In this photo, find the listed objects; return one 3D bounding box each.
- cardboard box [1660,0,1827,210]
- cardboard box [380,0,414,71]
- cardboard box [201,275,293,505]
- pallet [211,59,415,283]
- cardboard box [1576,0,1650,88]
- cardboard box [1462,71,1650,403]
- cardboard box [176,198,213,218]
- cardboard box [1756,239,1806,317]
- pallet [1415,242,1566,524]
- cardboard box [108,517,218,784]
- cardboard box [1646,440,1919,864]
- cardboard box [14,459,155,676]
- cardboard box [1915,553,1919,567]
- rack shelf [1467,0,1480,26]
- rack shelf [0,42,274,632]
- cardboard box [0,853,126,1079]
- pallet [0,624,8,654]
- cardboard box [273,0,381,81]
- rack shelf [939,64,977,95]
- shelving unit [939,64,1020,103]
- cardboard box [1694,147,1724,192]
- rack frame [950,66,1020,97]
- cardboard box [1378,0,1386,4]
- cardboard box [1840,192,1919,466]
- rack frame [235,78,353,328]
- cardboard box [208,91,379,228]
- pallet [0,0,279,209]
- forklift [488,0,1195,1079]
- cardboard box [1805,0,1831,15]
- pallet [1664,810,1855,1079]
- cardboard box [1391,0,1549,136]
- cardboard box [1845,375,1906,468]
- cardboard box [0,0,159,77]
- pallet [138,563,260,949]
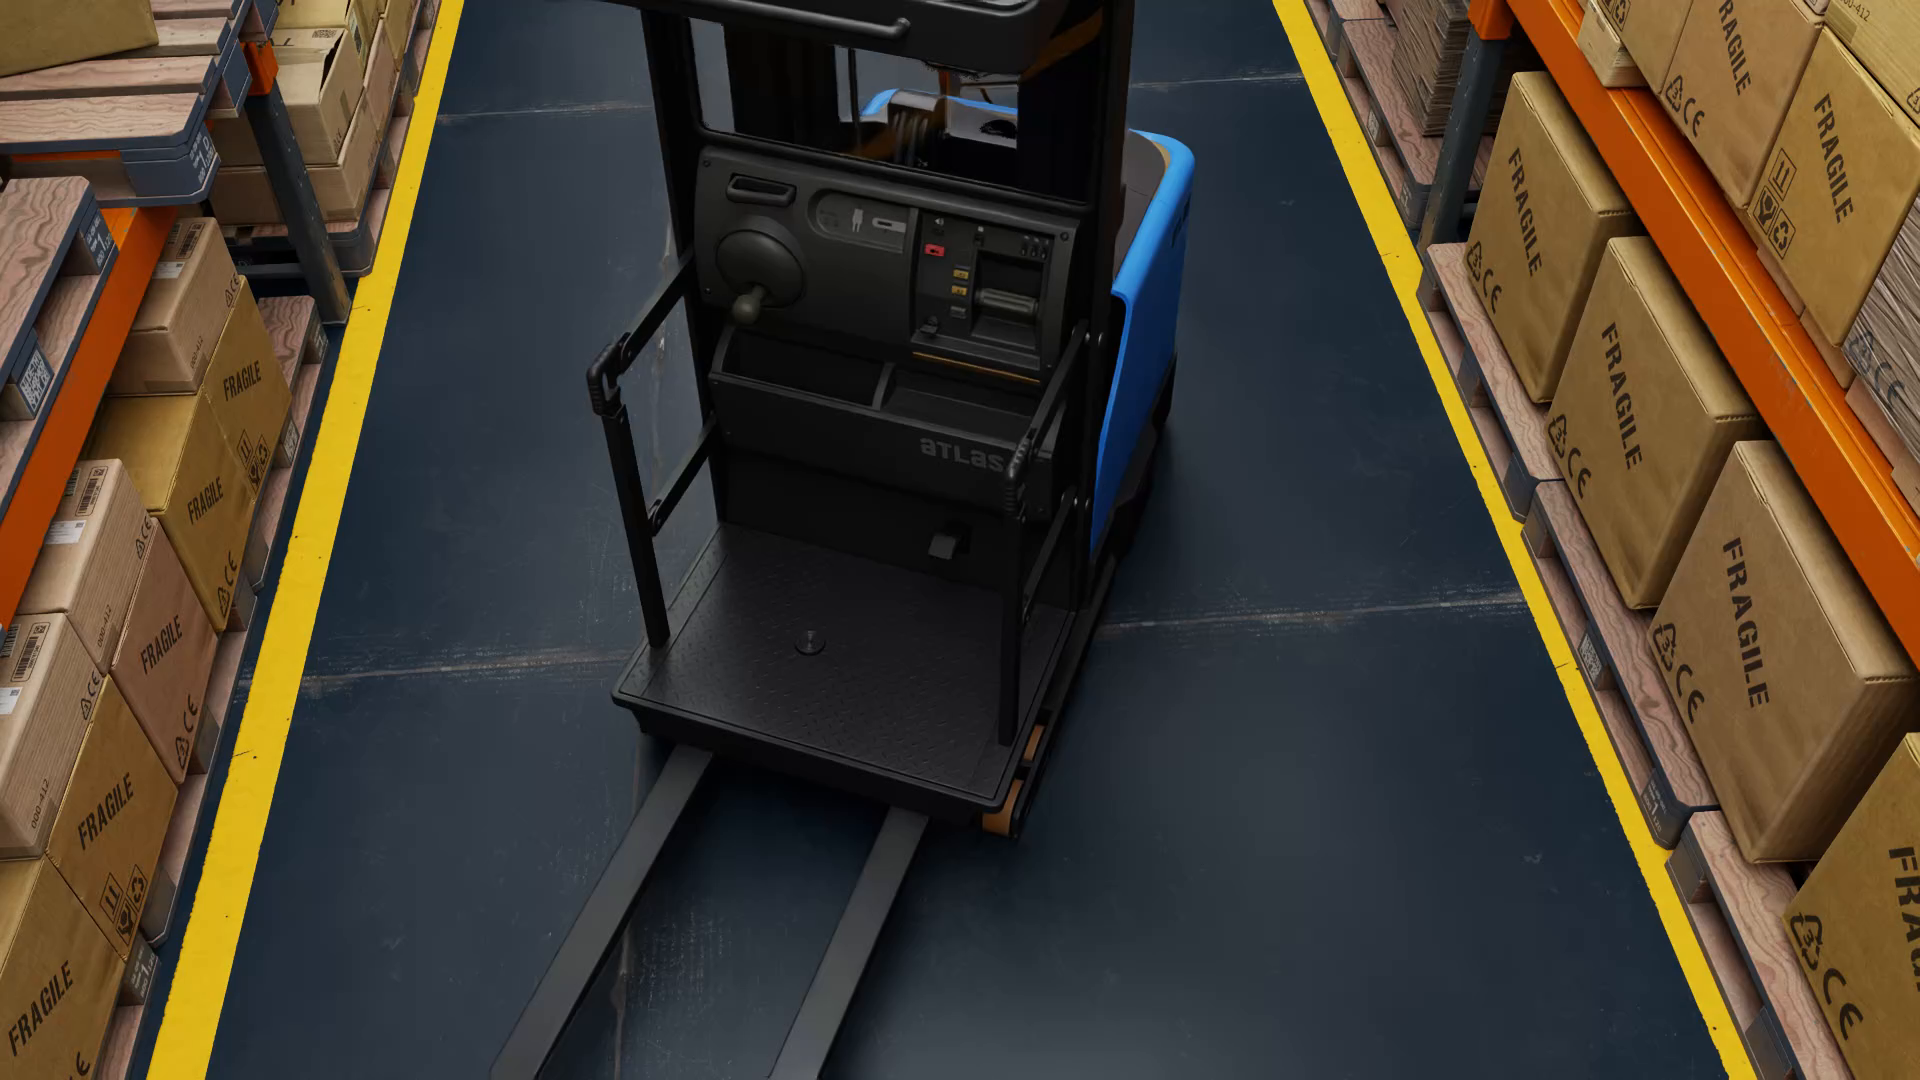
[{"bbox_3d":[2.088,-1.156,3.992,0.500,0.500,0.500,-4,47,-3],"label":"cardboard box"},{"bbox_3d":[-2.552,-2.150,6.824,0.500,0.250,0.500,-5,47,-4],"label":"cardboard box"},{"bbox_3d":[-2.396,-0.444,5.023,0.500,0.500,0.500,-2,47,-2],"label":"cardboard box"},{"bbox_3d":[-2.738,-1.454,6.481,1.003,0.211,1.213,-3,47,-3],"label":"pallet"},{"bbox_3d":[1.975,-1.406,4.675,0.380,0.149,0.250,-2,47,-2],"label":"cardboard box"},{"bbox_3d":[2.159,-0.984,5.307,0.750,0.750,0.750,-4,47,-4],"label":"cardboard box"},{"bbox_3d":[-2.995,-1.379,6.095,0.500,0.250,0.500,-2,47,-2],"label":"cardboard box"},{"bbox_3d":[2.164,-0.677,3.985,0.380,0.149,0.250,-3,47,-3],"label":"cardboard box"},{"bbox_3d":[2.219,-0.584,5.658,1.003,0.211,1.213,-3,47,-3],"label":"pallet"},{"bbox_3d":[-2.303,0.310,4.309,0.500,0.500,0.500,-5,47,-5],"label":"cardboard box"},{"bbox_3d":[2.301,0.265,4.124,0.750,0.750,0.750,-2,47,-2],"label":"cardboard box"},{"bbox_3d":[-2.297,0.079,4.012,0.500,0.250,0.500,-4,47,-4],"label":"cardboard box"},{"bbox_3d":[2.150,0.069,3.278,0.380,0.149,0.250,-3,47,-3],"label":"cardboard box"},{"bbox_3d":[2.060,-3.318,6.822,1.077,0.370,4.000,-3,47,-3],"label":"rack shelf"},{"bbox_3d":[-2.541,-0.120,3.793,1.077,0.370,4.000,-3,47,-3],"label":"rack shelf"},{"bbox_3d":[-2.227,1.038,3.620,0.500,0.500,0.500,-3,47,-3],"label":"cardboard box"},{"bbox_3d":[-2.331,0.561,2.785,1.003,0.211,1.213,-3,47,-3],"label":"pallet"},{"bbox_3d":[-2.512,-1.983,6.280,0.500,0.311,0.500,-5,47,-4],"label":"cardboard box"},{"bbox_3d":[0.151,-1.575,5.314,0.431,0.518,0.480,-3,47,-3],"label":"rack shelf"},{"bbox_3d":[0.151,-1.585,5.304,0.431,2.100,0.503,-3,47,-3],"label":"shelving unit"},{"bbox_3d":[2.149,-1.045,4.333,0.380,0.149,0.250,-3,47,-2],"label":"cardboard box"},{"bbox_3d":[0.169,-1.408,5.137,0.400,2.100,0.015,-3,47,-3],"label":"rack frame"},{"bbox_3d":[2.118,-2.665,7.127,0.700,0.500,0.500,-4,47,-4],"label":"cardboard box"},{"bbox_3d":[2.187,-0.419,3.293,0.500,0.500,0.500,-3,47,-3],"label":"cardboard box"},{"bbox_3d":[-2.708,-1.815,4.903,1.000,3.000,0.127,-3,47,-3],"label":"rack frame"},{"bbox_3d":[-2.459,-1.410,6.124,0.500,0.250,0.500,-4,47,-3],"label":"cardboard box"},{"bbox_3d":[-2.582,-1.262,4.512,1.213,0.211,1.003,-3,47,-3],"label":"pallet"},{"bbox_3d":[-0.258,-0.552,3.754,1.130,2.935,3.031,14,48,13],"label":"forklift"},{"bbox_3d":[2.100,-1.425,3.730,0.500,0.250,0.500,-3,47,-3],"label":"cardboard box"},{"bbox_3d":[2.423,1.181,3.986,1.003,0.211,1.213,-3,47,-3],"label":"pallet"},{"bbox_3d":[2.116,-1.928,6.428,0.700,0.500,0.500,-3,47,-3],"label":"cardboard box"},{"bbox_3d":[2.190,-0.294,3.622,0.380,0.149,0.250,-5,47,-4],"label":"cardboard box"},{"bbox_3d":[-2.543,-1.545,4.289,0.700,0.500,0.500,-18,49,-16],"label":"cardboard box"},{"bbox_3d":[-2.584,0.567,4.567,1.003,0.211,1.213,-3,47,-3],"label":"pallet"}]
